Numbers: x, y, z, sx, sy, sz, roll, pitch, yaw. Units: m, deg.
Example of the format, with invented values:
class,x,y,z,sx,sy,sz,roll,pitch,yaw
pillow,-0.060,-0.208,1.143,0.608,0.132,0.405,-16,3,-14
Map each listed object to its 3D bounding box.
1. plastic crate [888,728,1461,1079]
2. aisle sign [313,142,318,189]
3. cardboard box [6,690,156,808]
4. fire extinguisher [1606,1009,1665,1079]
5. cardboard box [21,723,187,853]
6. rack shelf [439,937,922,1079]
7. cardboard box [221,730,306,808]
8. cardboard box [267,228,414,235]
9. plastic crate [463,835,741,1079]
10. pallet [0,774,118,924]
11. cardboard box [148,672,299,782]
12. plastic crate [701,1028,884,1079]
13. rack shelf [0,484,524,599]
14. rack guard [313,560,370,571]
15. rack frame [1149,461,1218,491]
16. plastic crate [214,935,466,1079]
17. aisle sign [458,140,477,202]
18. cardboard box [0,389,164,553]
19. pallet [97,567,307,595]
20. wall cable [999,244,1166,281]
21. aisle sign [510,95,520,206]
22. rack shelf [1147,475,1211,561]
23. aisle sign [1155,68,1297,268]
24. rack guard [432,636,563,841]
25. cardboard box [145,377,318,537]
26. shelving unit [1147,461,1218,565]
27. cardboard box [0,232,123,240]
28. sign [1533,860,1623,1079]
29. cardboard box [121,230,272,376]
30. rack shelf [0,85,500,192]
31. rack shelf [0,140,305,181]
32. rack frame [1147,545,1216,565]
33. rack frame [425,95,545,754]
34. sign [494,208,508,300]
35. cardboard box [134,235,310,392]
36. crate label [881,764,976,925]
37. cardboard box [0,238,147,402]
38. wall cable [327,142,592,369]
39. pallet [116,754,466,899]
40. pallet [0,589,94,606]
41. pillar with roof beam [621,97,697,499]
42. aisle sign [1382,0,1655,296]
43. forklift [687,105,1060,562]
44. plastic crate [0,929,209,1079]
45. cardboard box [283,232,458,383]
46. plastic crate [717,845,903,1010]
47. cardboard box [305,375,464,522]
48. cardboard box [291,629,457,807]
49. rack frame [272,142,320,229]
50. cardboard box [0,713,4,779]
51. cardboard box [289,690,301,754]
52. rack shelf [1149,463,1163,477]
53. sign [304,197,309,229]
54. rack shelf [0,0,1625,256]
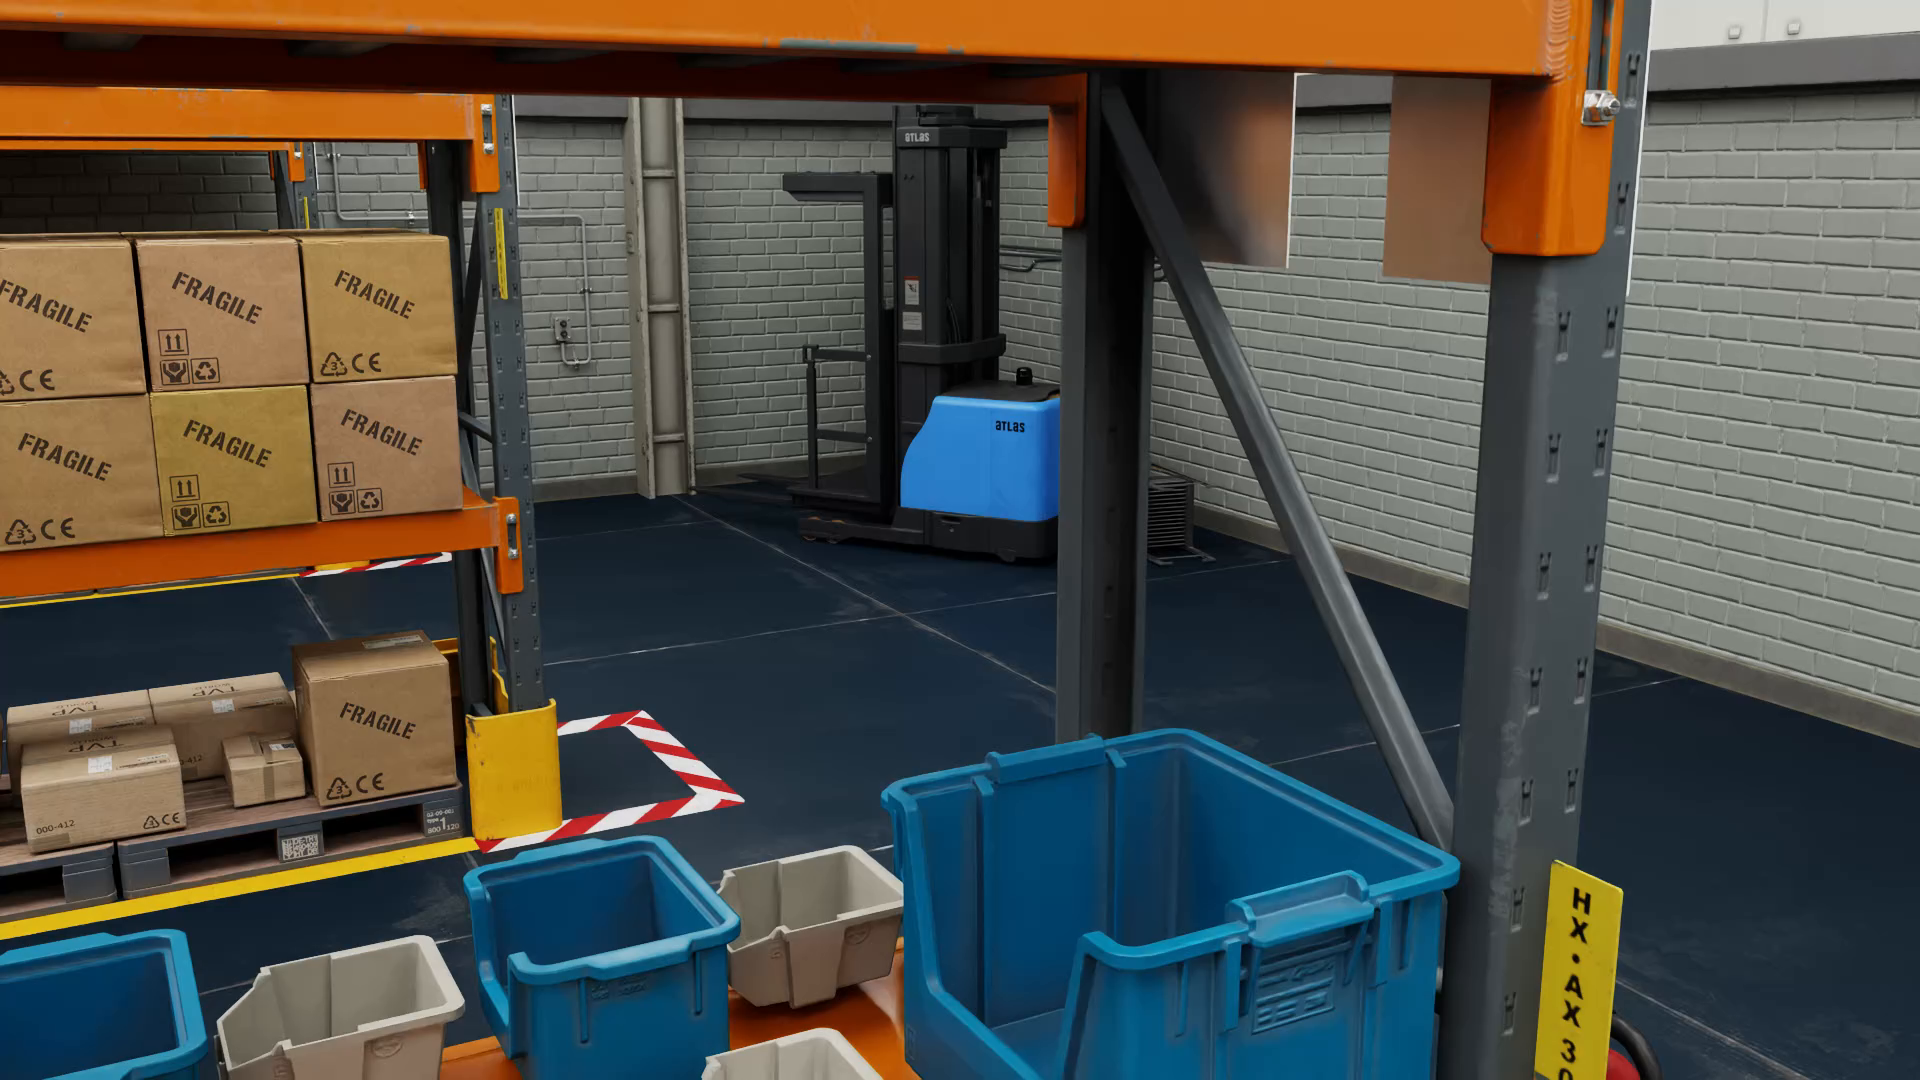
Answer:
class,x,y,z,sx,sy,sz,roll,pitch,yaw
plastic crate,0.247,0.548,2.125,0.499,0.435,0.616,-7,14,-28
aisle sign,-4.088,-2.604,10.427,0.004,0.787,0.394,-7,14,-28
cardboard box,-3.409,0.803,6.471,0.500,0.250,0.500,-7,14,-28
fire extinguisher,0.802,0.815,2.183,0.183,0.674,0.296,-7,14,-28
cardboard box,-3.126,0.894,6.066,0.500,0.250,0.500,-7,14,-28
rack shelf,-1.304,1.085,1.596,4.000,0.370,1.077,-7,14,-28
cardboard box,-2.676,0.866,6.381,0.250,0.166,0.380,-7,14,-28
cardboard box,-2.434,-0.972,6.593,0.500,0.500,0.500,-6,14,-26
plastic crate,-0.500,0.607,2.323,0.300,0.233,0.416,-7,14,-28
pallet,-3.754,1.148,6.027,1.213,0.211,1.003,-7,14,-28
cardboard box,-2.970,0.750,6.704,0.500,0.250,0.500,-7,14,-28
plastic crate,-0.177,0.743,1.938,0.243,0.136,0.396,-7,14,-28
rack shelf,-3.674,0.130,5.840,4.000,0.370,1.077,-7,14,-28
rack guard,-4.274,-0.169,11.222,0.348,0.500,1.175,-7,14,-28
rack frame,1.151,-0.543,11.721,0.400,0.015,2.100,-4,13,-18
plastic crate,-0.839,0.674,2.245,0.298,0.136,0.250,-7,14,-28
aisle sign,-1.999,-1.764,6.694,0.004,0.787,0.394,-7,14,-28
cardboard box,-3.075,-0.274,5.768,0.500,0.500,0.500,-7,14,-27
pallet,-4.959,0.074,10.801,1.213,0.211,1.003,-7,14,-28
wall cable,0.841,-3.324,12.956,0.112,2.526,3.097,-7,14,-28
aisle sign,-1.712,-1.648,6.180,0.004,0.787,0.394,-7,14,-28
rack shelf,1.380,-0.163,11.112,0.431,0.480,0.518,-4,13,-18
aisle sign,0.373,-0.810,2.455,0.004,0.787,0.394,-7,14,-28
rack guard,-1.985,0.796,6.935,0.348,0.500,1.175,-7,14,-28
cardboard box,-2.635,-0.326,5.997,0.500,0.500,0.500,-7,14,-27
shelving unit,1.151,-0.305,11.773,0.431,0.503,2.100,-4,13,-18
cardboard box,-3.331,-0.864,6.113,0.500,0.500,0.500,-7,14,-27
sign,0.730,0.548,1.971,0.005,0.325,0.100,-7,14,-28
cardboard box,-2.889,-0.916,6.342,0.500,0.500,0.500,-7,14,-27
rack shelf,-3.674,-1.334,5.510,4.000,0.370,1.077,-7,14,-28
rack shelf,-6.051,-2.288,9.751,4.000,0.370,1.077,-7,14,-28
rack frame,1.152,-0.066,11.824,0.400,0.015,2.100,-4,13,-18
rack frame,-1.918,-0.432,6.696,0.127,3.000,1.000,-7,14,-28
sign,-1.670,-1.042,6.049,0.005,0.325,0.100,-7,14,-28
cardboard box,-2.620,-0.815,5.895,0.500,0.500,0.500,-6,14,-26
crate label,0.077,0.538,2.631,0.303,0.233,0.416,-7,14,-28
cardboard box,-3.073,-0.760,5.648,0.500,0.500,0.500,-6,14,-26
wall cable,-3.624,-2.199,12.233,1.851,1.984,0.084,-7,14,-28
pallet,-2.684,1.021,6.593,1.213,0.211,1.003,-7,14,-28
pallet,-6.029,0.201,10.235,1.213,0.211,1.003,-7,14,-28
pillar with roof beam,-0.277,-3.934,8.594,0.400,9.000,9.100,-7,14,-28
aisle sign,0.655,-0.696,1.950,0.004,0.787,0.394,-7,14,-28
forklift,-0.541,-1.497,11.587,3.031,2.935,1.130,7,15,29
plastic crate,-1.078,0.677,2.015,0.300,0.233,0.416,-7,14,-28
cardboard box,-2.177,-0.869,6.131,0.500,0.500,0.500,-7,14,-28
plastic crate,-0.244,0.603,2.562,0.298,0.136,0.250,-7,14,-28
cardboard box,-2.181,-0.381,6.242,0.500,0.500,0.500,-6,14,-26
cardboard box,-2.277,0.678,6.457,0.500,0.500,0.500,-7,14,-28
rack frame,-4.295,-1.386,10.936,0.127,3.000,1.000,-7,14,-28
cardboard box,-3.783,0.794,5.934,0.637,0.503,0.797,-7,14,-28
cardboard box,-2.670,0.740,6.940,0.250,0.166,0.380,-7,14,-28
rack shelf,1.156,-0.302,11.760,0.431,0.480,0.518,-4,13,-18
sign,-4.047,-1.960,10.312,0.005,0.325,0.100,-7,14,-28
rack shelf,-1.304,-0.379,1.267,4.000,0.370,1.077,-7,14,-28
